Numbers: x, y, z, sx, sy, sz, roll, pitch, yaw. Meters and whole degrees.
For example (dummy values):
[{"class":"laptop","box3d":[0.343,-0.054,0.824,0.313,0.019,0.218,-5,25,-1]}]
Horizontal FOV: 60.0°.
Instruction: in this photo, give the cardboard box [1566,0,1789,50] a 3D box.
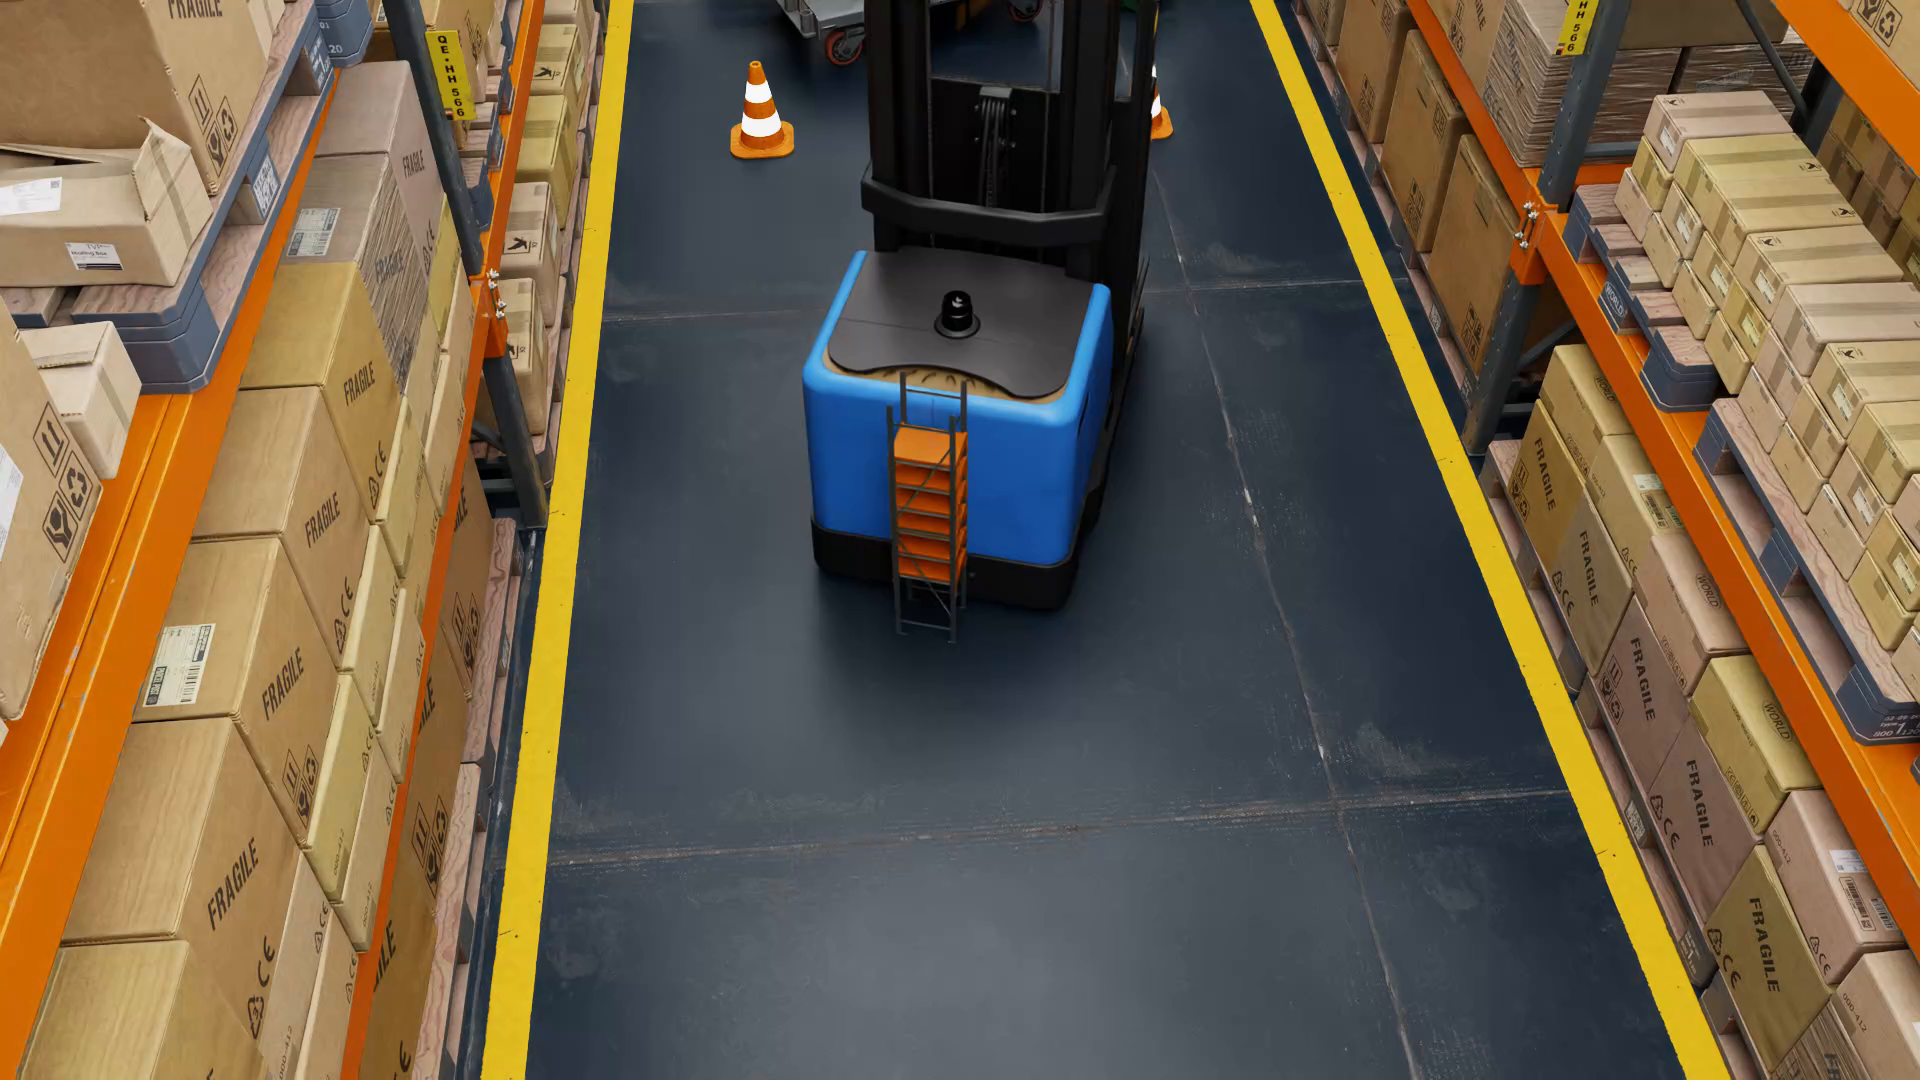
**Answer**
[{"class":"cardboard box","box3d":[2.674,-2.167,6.115,0.700,0.500,0.500,-4,47,-4]}]

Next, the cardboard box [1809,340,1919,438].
[{"class":"cardboard box","box3d":[2.658,-0.429,4.701,0.380,0.149,0.250,-2,47,-2]}]

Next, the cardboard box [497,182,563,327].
[{"class":"cardboard box","box3d":[-2.330,-1.273,7.546,0.950,0.372,0.625,-4,47,-4]}]

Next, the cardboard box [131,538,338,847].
[{"class":"cardboard box","box3d":[-1.748,0.362,3.721,0.500,0.500,0.500,-5,47,-4]}]

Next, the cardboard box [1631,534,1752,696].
[{"class":"cardboard box","box3d":[2.589,0.234,5.515,0.500,0.250,0.500,-3,47,-3]}]

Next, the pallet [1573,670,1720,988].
[{"class":"pallet","box3d":[2.864,0.942,5.849,1.003,0.211,1.213,-3,47,-3]}]

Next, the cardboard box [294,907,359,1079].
[{"class":"cardboard box","box3d":[-1.707,1.148,3.837,0.500,0.250,0.500,-5,47,-4]}]

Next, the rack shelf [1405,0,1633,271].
[{"class":"rack shelf","box3d":[2.534,-2.663,7.838,1.077,0.370,4.000,-3,47,-3]}]

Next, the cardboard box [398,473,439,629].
[{"class":"cardboard box","box3d":[-1.837,0.047,4.880,0.500,0.250,0.500,-4,47,-4]}]

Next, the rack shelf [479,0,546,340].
[{"class":"rack shelf","box3d":[-2.390,-2.289,7.484,1.077,0.370,4.000,-3,47,-3]}]

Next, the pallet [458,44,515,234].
[{"class":"pallet","box3d":[-2.389,-1.532,6.404,1.213,0.211,1.003,-3,47,-3]}]

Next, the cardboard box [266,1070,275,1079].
[{"class":"cardboard box","box3d":[-1.644,1.349,3.302,0.500,0.250,0.500,-5,47,-4]}]

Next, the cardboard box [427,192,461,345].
[{"class":"cardboard box","box3d":[-1.929,-0.874,5.408,0.500,0.250,0.500,-4,47,-3]}]

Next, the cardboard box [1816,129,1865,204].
[{"class":"cardboard box","box3d":[3.196,-1.294,5.725,0.380,0.149,0.250,-3,47,-2]}]

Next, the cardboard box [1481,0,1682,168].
[{"class":"cardboard box","box3d":[2.396,-1.807,6.463,0.500,0.500,0.500,-3,47,-3]}]

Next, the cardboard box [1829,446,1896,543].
[{"class":"cardboard box","box3d":[2.677,-0.135,4.627,0.380,0.149,0.250,-2,47,-2]}]

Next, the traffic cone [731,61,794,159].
[{"class":"traffic cone","box3d":[-1.059,-2.299,8.745,0.336,0.463,0.334,-3,47,-3]}]

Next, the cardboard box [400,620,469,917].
[{"class":"cardboard box","box3d":[-2.177,0.648,5.381,0.875,0.875,0.875,-3,47,-3]}]

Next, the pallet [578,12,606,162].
[{"class":"pallet","box3d":[-2.491,-2.461,9.072,1.003,0.211,1.213,-3,47,-3]}]

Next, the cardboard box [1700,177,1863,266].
[{"class":"cardboard box","box3d":[2.588,-1.008,5.249,0.380,0.149,0.250,-4,47,-4]}]

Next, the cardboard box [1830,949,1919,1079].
[{"class":"cardboard box","box3d":[2.722,1.365,4.444,0.500,0.250,0.500,-5,47,-4]}]

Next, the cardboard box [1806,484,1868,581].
[{"class":"cardboard box","box3d":[2.671,-0.038,4.740,0.380,0.149,0.250,-5,47,-5]}]

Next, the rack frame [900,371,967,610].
[{"class":"rack frame","box3d":[-0.093,-0.156,6.208,0.240,1.200,0.006,9,47,9]}]

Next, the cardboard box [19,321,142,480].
[{"class":"cardboard box","box3d":[-1.645,-0.227,2.842,0.380,0.166,0.250,-6,47,-6]}]

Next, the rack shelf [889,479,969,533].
[{"class":"rack shelf","box3d":[-0.113,-0.143,6.092,0.258,0.103,0.180,9,47,9]}]

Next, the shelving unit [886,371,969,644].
[{"class":"shelving unit","box3d":[-0.113,-0.091,6.146,0.258,1.200,0.189,9,47,9]}]

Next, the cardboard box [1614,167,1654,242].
[{"class":"cardboard box","box3d":[2.538,-1.185,5.827,0.380,0.149,0.250,-4,47,-4]}]

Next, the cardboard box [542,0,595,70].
[{"class":"cardboard box","box3d":[-2.511,-2.845,9.035,0.950,0.372,0.625,-3,47,-3]}]

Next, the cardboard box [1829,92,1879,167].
[{"class":"cardboard box","box3d":[3.199,-1.399,5.619,0.380,0.149,0.250,-5,47,-5]}]

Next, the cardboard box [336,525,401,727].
[{"class":"cardboard box","box3d":[-1.776,0.241,4.351,0.500,0.250,0.500,-5,47,-4]}]

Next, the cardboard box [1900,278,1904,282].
[{"class":"cardboard box","box3d":[3.242,-0.826,5.487,0.380,0.149,0.250,-3,47,-3]}]

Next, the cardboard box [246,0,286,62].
[{"class":"cardboard box","box3d":[-1.759,-1.244,3.736,0.396,0.266,0.258,-5,47,-4]}]

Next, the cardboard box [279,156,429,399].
[{"class":"cardboard box","box3d":[-1.868,-0.738,4.762,0.500,0.500,0.500,-3,47,-3]}]

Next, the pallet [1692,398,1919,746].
[{"class":"pallet","box3d":[2.908,0.033,4.922,1.003,0.211,1.213,-3,47,-3]}]

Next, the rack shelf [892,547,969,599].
[{"class":"rack shelf","box3d":[-0.113,0.104,6.353,0.258,0.103,0.180,9,47,9]}]

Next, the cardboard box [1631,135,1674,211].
[{"class":"cardboard box","box3d":[2.542,-1.262,5.694,0.380,0.149,0.250,-2,47,-2]}]

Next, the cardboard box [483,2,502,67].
[{"class":"cardboard box","box3d":[-2.035,-2.001,6.600,0.380,0.149,0.250,-3,47,-3]}]

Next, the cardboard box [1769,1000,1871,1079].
[{"class":"cardboard box","box3d":[2.723,1.626,4.713,0.500,0.500,0.500,-4,47,-4]}]

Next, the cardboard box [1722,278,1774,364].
[{"class":"cardboard box","box3d":[2.613,-0.690,5.153,0.380,0.149,0.250,-3,47,-3]}]

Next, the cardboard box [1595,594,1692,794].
[{"class":"cardboard box","box3d":[2.599,0.514,5.766,0.500,0.500,0.500,-5,47,-4]}]

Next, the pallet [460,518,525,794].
[{"class":"pallet","box3d":[-2.232,0.445,6.320,1.003,0.211,1.213,-3,47,-3]}]

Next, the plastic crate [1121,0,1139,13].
[{"class":"plastic crate","box3d":[1.046,-3.456,9.991,0.450,0.188,0.662,25,51,9]}]

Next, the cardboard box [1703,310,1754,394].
[{"class":"cardboard box","box3d":[2.607,-0.601,5.273,0.380,0.149,0.250,-2,47,-1]}]

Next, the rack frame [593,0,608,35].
[{"class":"rack frame","box3d":[-2.558,-3.983,8.593,1.000,3.000,0.127,-3,47,-3]}]

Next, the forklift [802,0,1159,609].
[{"class":"forklift","box3d":[0.238,-1.829,6.600,1.130,2.935,3.031,9,47,9]}]

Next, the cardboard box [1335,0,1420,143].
[{"class":"cardboard box","box3d":[2.585,-2.586,8.530,1.050,0.750,0.750,-3,47,-3]}]

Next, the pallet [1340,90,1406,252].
[{"class":"pallet","box3d":[2.611,-1.960,8.597,1.003,0.211,1.213,-3,47,-3]}]
